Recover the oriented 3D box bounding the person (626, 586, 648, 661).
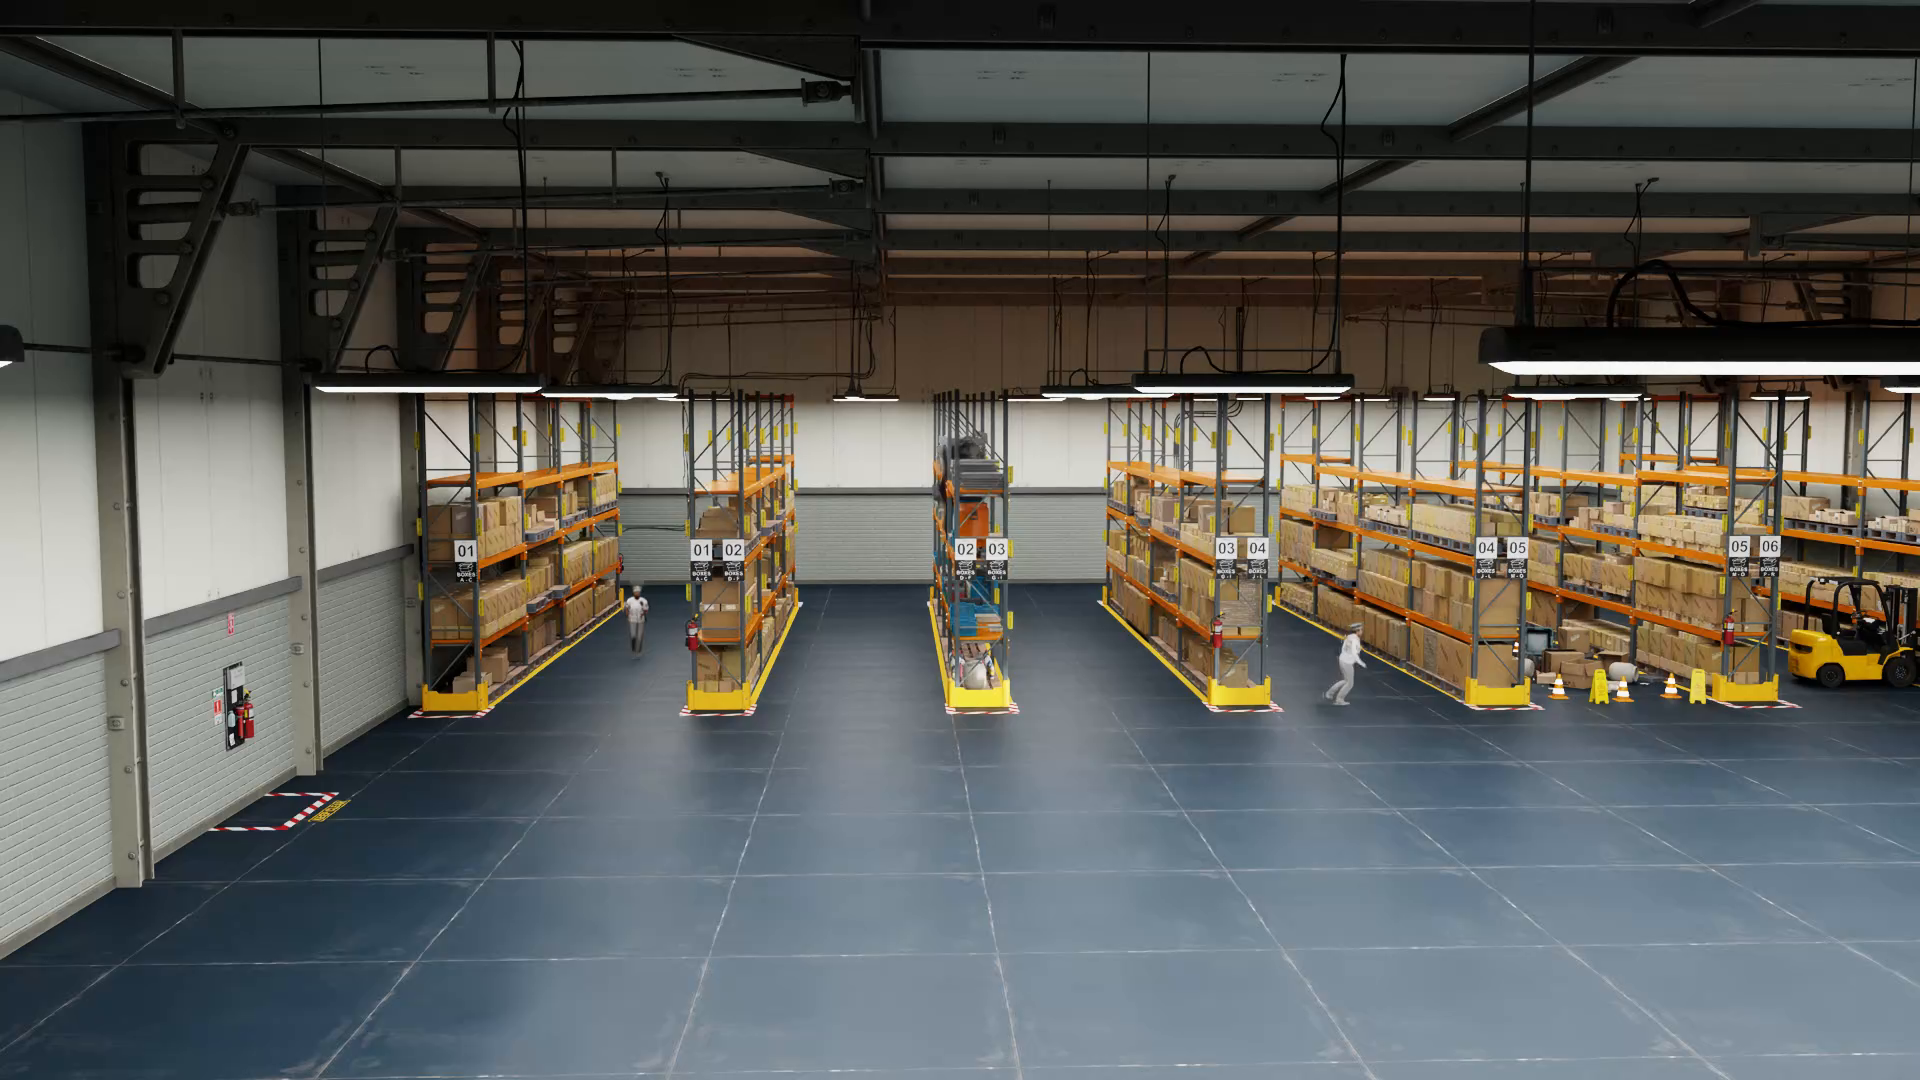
[{"bbox_3d":[-7.234,1.863,37.263,0.494,1.708,0.801,-1,5,-13],"label":"person"}]

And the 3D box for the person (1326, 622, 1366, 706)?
[{"bbox_3d":[7.332,2.349,31.571,0.723,1.600,0.580,0,5,4],"label":"person"}]

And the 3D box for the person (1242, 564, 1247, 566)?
[{"bbox_3d":[8.209,0.830,49.347,0.686,1.767,0.913,0,5,-6],"label":"person"}]

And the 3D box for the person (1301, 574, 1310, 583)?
[{"bbox_3d":[10.296,0.984,48.663,0.653,1.643,0.546,1,5,10],"label":"person"}]
